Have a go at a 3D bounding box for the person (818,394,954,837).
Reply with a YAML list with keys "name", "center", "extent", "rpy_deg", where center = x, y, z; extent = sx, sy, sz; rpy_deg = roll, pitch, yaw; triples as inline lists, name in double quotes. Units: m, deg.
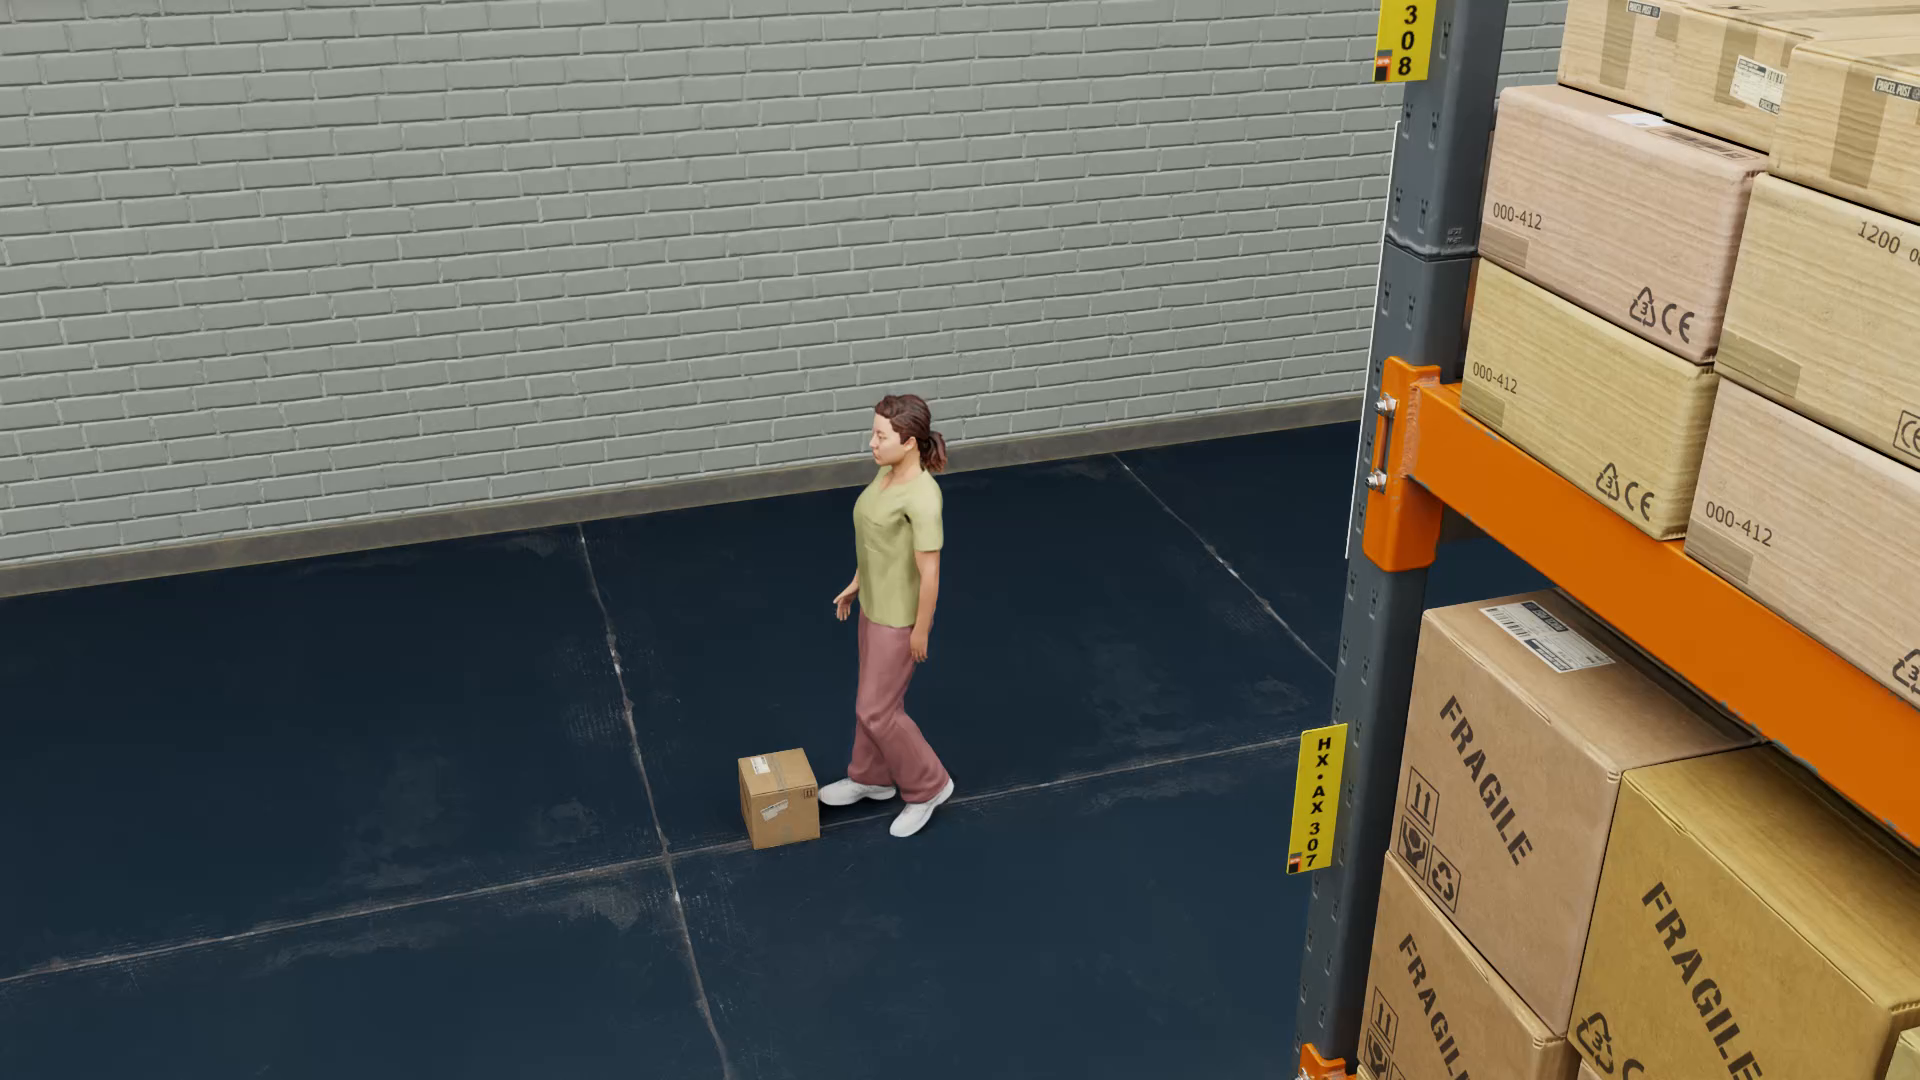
- name: "person"
  center: [-0.282, 0.280, 6.056]
  extent: [0.514, 1.695, 0.462]
  rpy_deg: [-8, 28, -15]
